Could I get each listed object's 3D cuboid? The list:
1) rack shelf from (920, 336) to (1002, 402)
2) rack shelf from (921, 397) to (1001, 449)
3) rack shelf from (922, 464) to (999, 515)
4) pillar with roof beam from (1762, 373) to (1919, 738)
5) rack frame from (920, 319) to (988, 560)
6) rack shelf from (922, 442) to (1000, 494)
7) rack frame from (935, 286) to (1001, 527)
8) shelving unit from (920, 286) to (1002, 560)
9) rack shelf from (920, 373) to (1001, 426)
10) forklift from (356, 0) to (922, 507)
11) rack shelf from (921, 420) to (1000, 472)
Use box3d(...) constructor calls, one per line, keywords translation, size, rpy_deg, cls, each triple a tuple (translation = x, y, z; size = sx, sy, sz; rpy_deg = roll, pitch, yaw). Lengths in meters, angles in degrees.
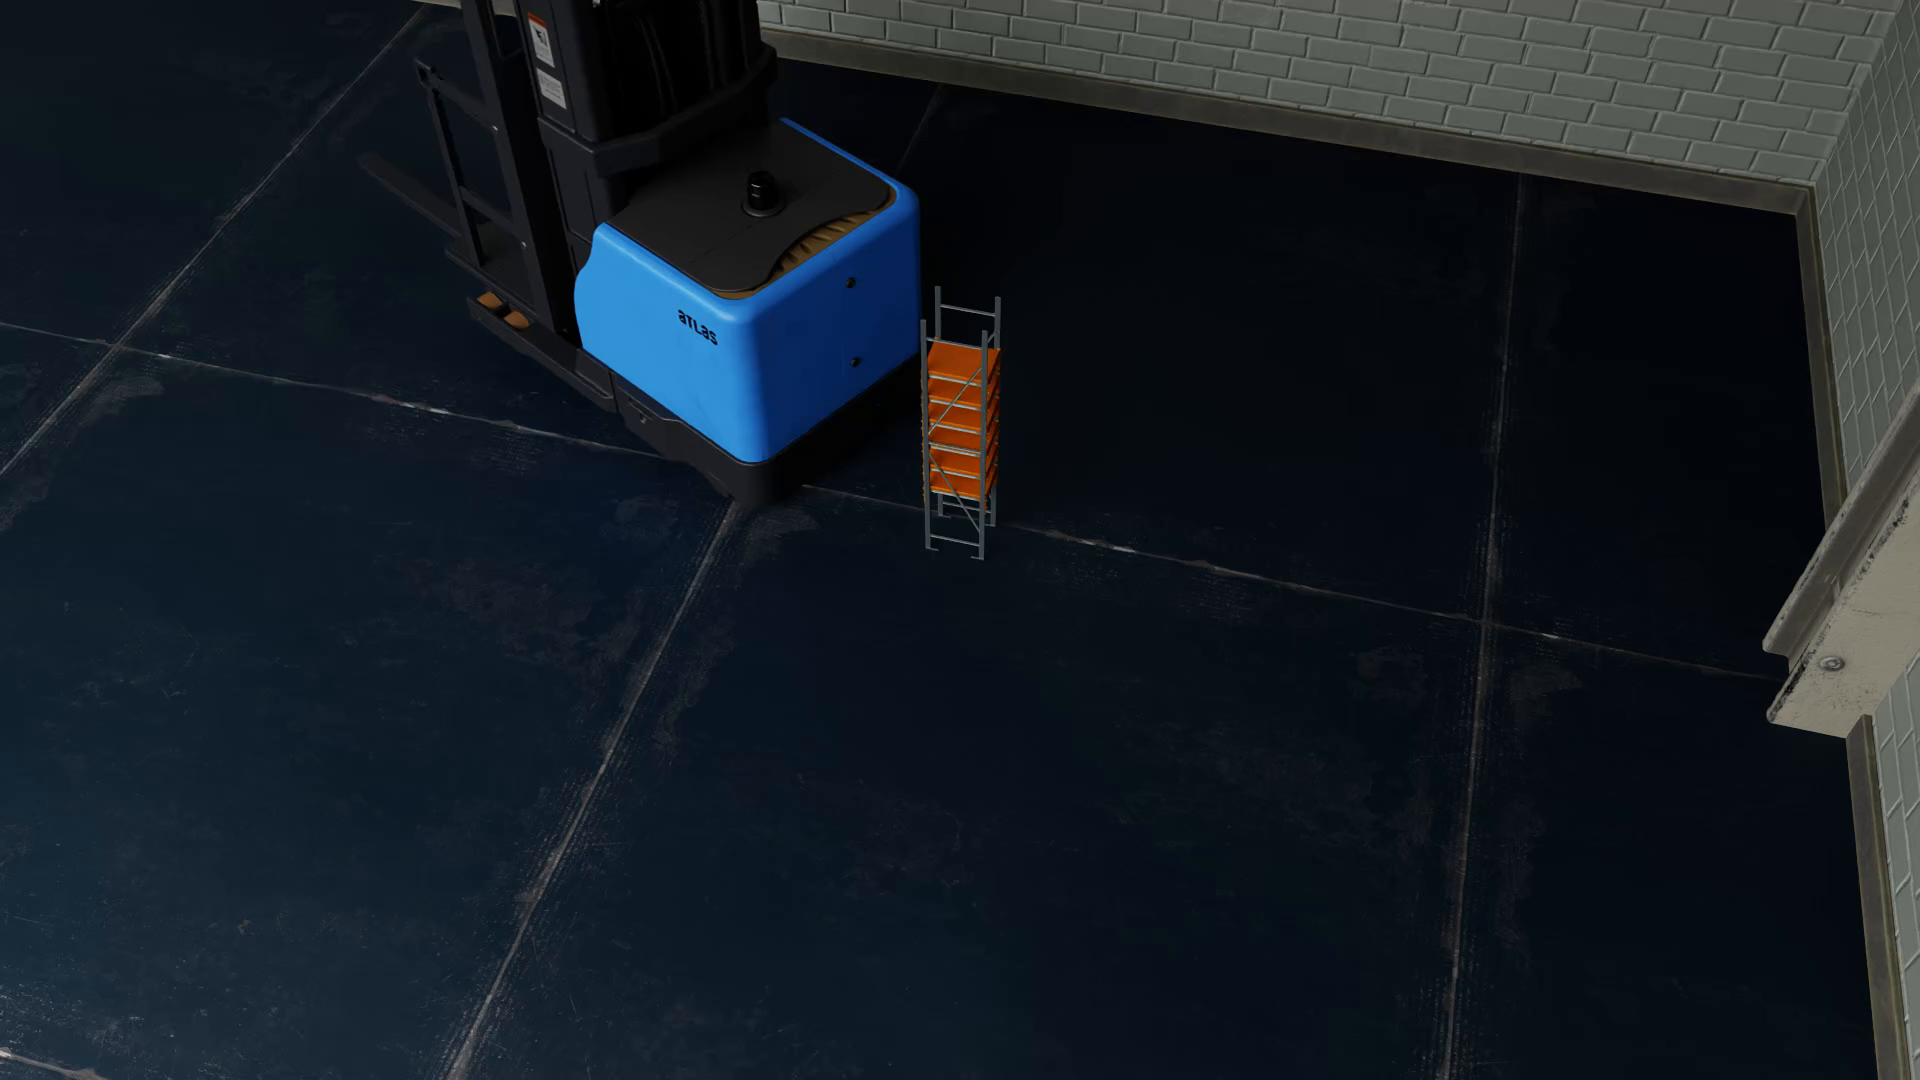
box3d(translation=(0.004, -0.616, 5.992), size=(0.258, 0.103, 0.180), rpy_deg=(12, 50, 10), cls="rack shelf")
box3d(translation=(0.004, -0.458, 6.172), size=(0.258, 0.103, 0.180), rpy_deg=(12, 50, 10), cls="rack shelf")
box3d(translation=(0.004, -0.219, 6.441), size=(0.258, 0.103, 0.180), rpy_deg=(12, 50, 10), cls="rack shelf")
box3d(translation=(-0.999, -3.275, 3.557), size=(9.100, 9.000, 0.400), rpy_deg=(12, 50, 10), cls="pillar with roof beam")
box3d(translation=(-0.020, -0.341, 6.170), size=(0.240, 1.200, 0.006), rpy_deg=(12, 50, 10), cls="rack frame")
box3d(translation=(0.004, -0.299, 6.352), size=(0.258, 0.103, 0.180), rpy_deg=(12, 50, 10), cls="rack shelf")
box3d(translation=(0.028, -0.474, 6.287), size=(0.240, 1.200, 0.006), rpy_deg=(12, 50, 10), cls="rack frame")
box3d(translation=(0.004, -0.408, 6.228), size=(0.258, 1.200, 0.189), rpy_deg=(12, 50, 10), cls="shelving unit")
box3d(translation=(0.004, -0.537, 6.082), size=(0.258, 0.103, 0.180), rpy_deg=(12, 50, 10), cls="rack shelf")
box3d(translation=(-1.567, -2.080, 6.549), size=(3.031, 2.935, 1.130), rpy_deg=(35, 57, 27), cls="forklift")
box3d(translation=(0.004, -0.378, 6.262), size=(0.258, 0.103, 0.180), rpy_deg=(12, 50, 10), cls="rack shelf")
